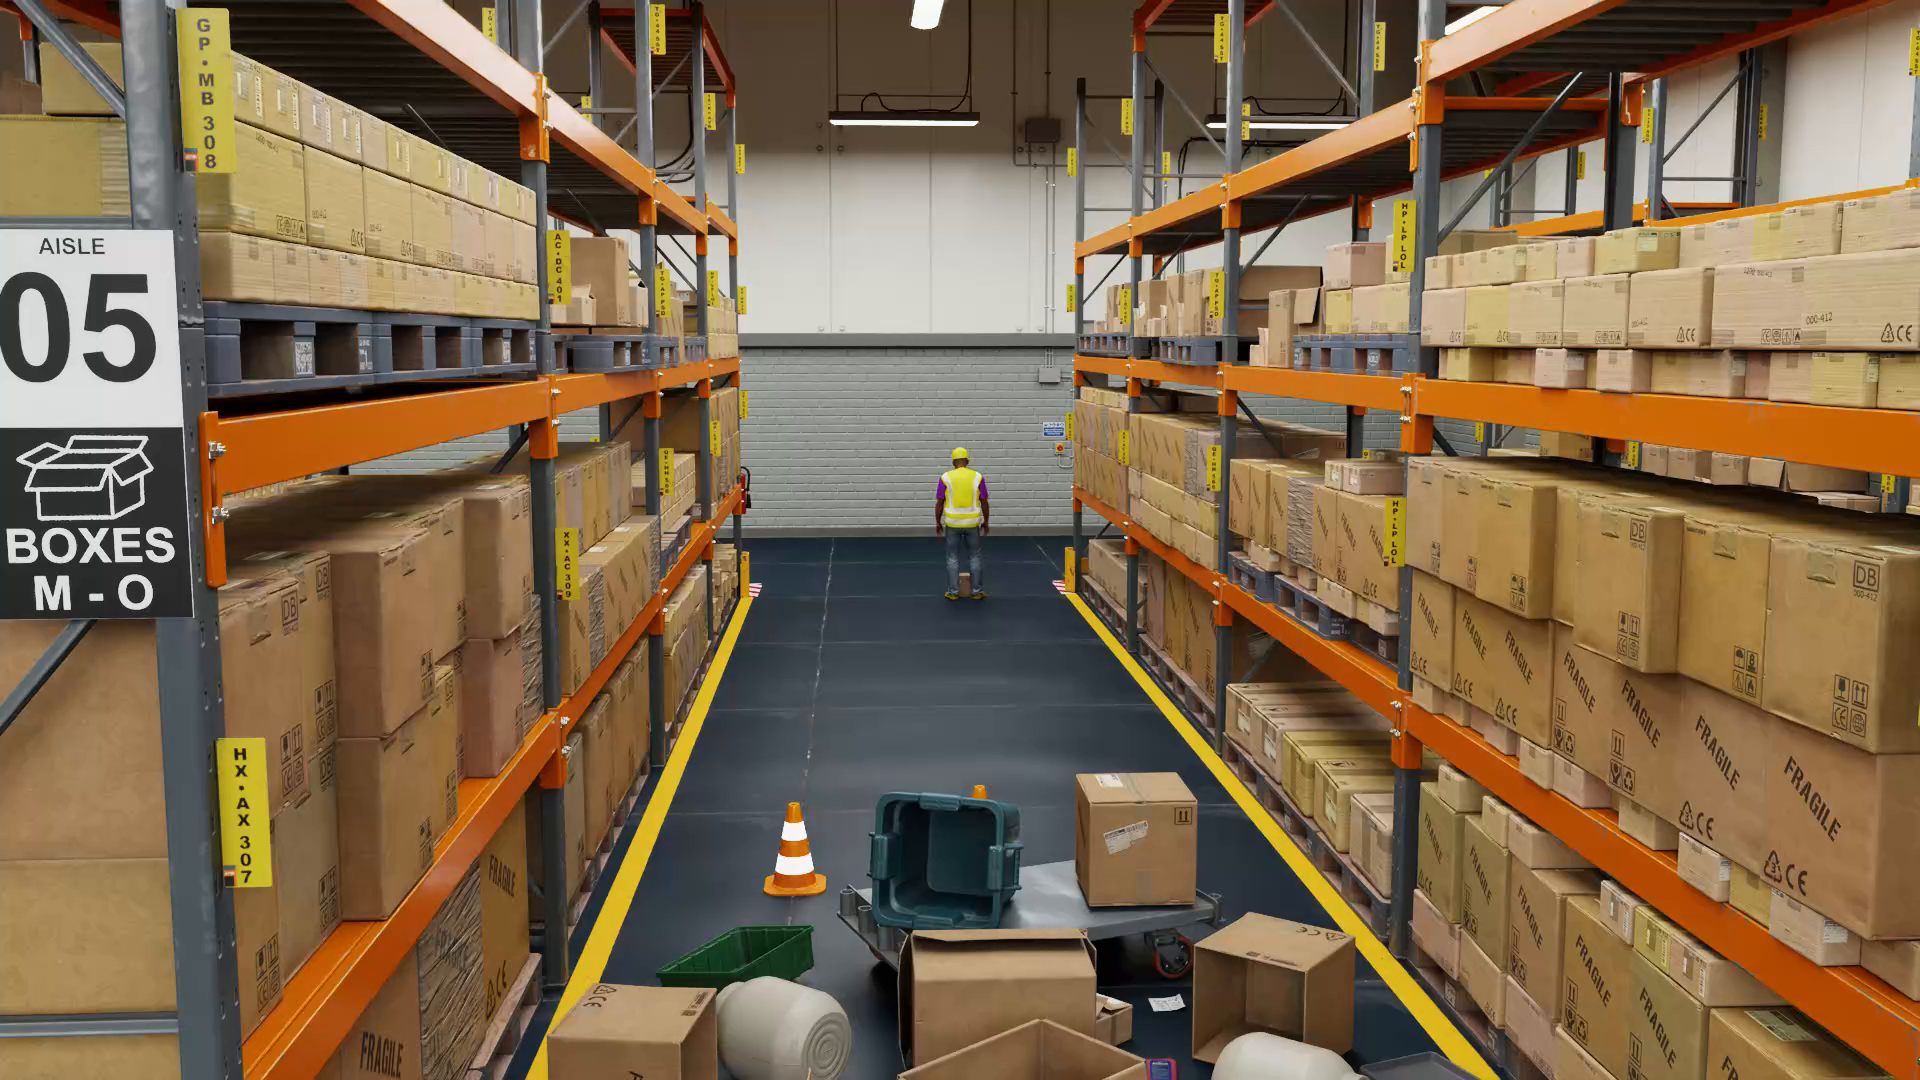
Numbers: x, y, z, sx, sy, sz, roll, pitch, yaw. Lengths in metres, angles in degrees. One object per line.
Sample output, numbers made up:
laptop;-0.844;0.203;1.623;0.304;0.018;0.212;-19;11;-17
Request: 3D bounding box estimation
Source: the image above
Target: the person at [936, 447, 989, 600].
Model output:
person;0.028;-0.193;19.280;0.626;1.761;0.458;0;7;-4
